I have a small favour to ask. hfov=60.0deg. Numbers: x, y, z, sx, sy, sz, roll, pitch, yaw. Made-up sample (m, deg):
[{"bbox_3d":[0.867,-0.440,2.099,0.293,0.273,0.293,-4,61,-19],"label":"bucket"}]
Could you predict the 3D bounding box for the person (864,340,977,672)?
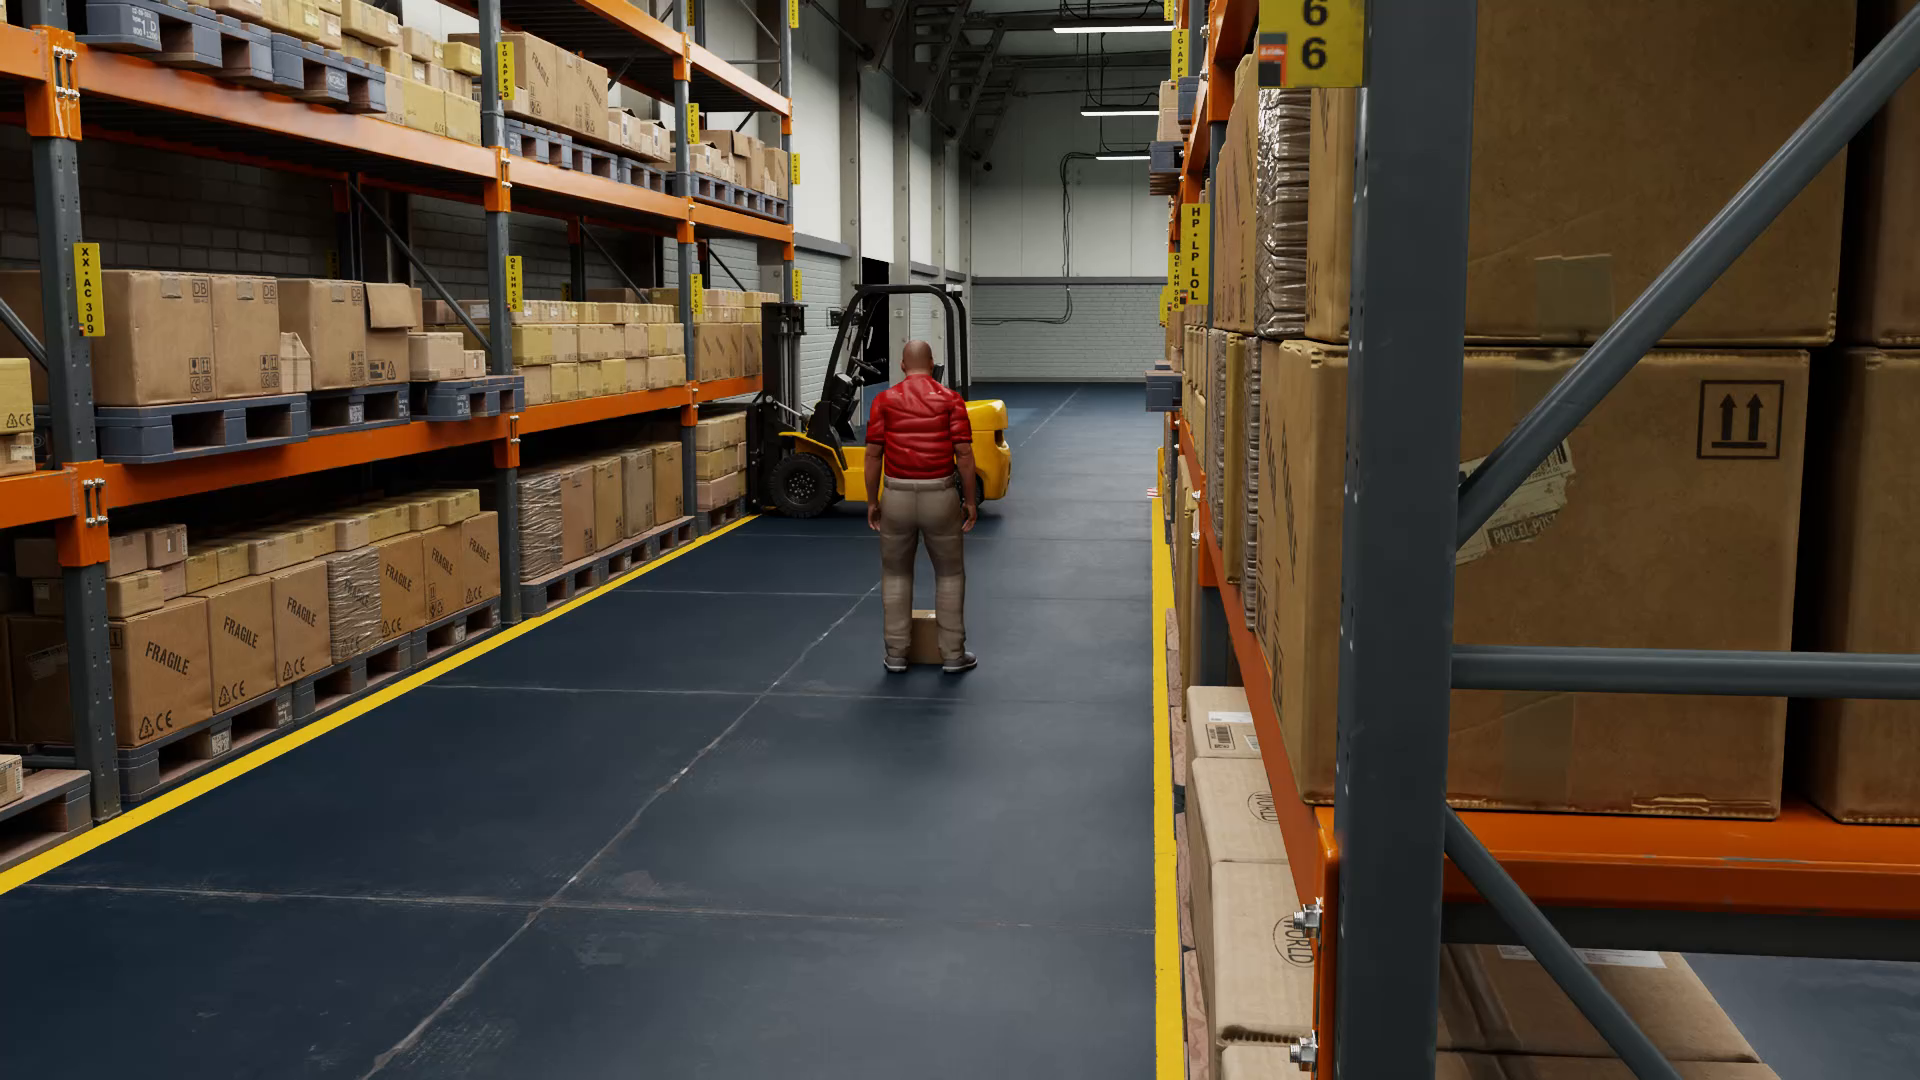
[{"bbox_3d":[-0.203,-0.175,8.671,0.583,1.726,0.394,1,8,5],"label":"person"}]
